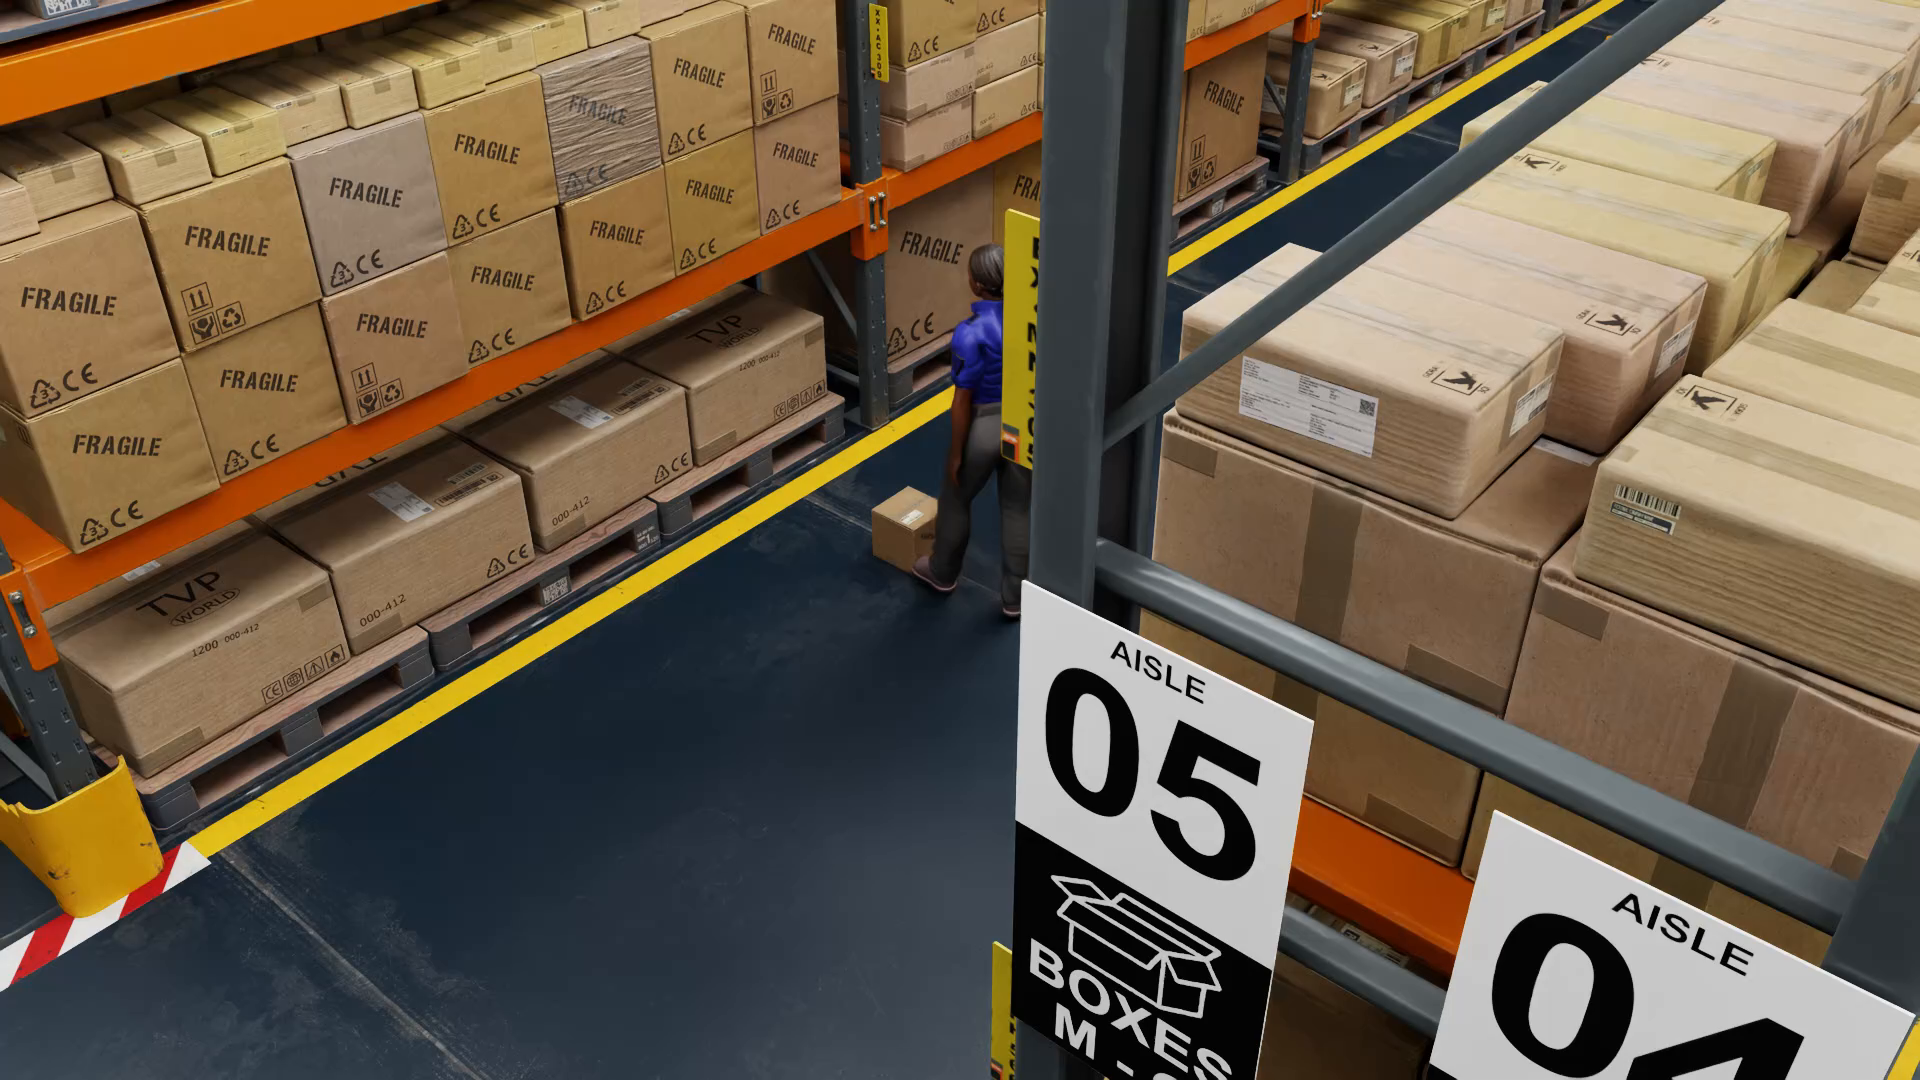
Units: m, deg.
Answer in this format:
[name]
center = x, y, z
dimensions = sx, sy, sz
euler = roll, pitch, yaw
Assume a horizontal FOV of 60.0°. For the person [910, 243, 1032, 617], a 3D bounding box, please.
[person]
center = 0.102, -0.475, 6.808
dimensions = 0.501, 1.649, 0.582
euler = -16, 38, -21
